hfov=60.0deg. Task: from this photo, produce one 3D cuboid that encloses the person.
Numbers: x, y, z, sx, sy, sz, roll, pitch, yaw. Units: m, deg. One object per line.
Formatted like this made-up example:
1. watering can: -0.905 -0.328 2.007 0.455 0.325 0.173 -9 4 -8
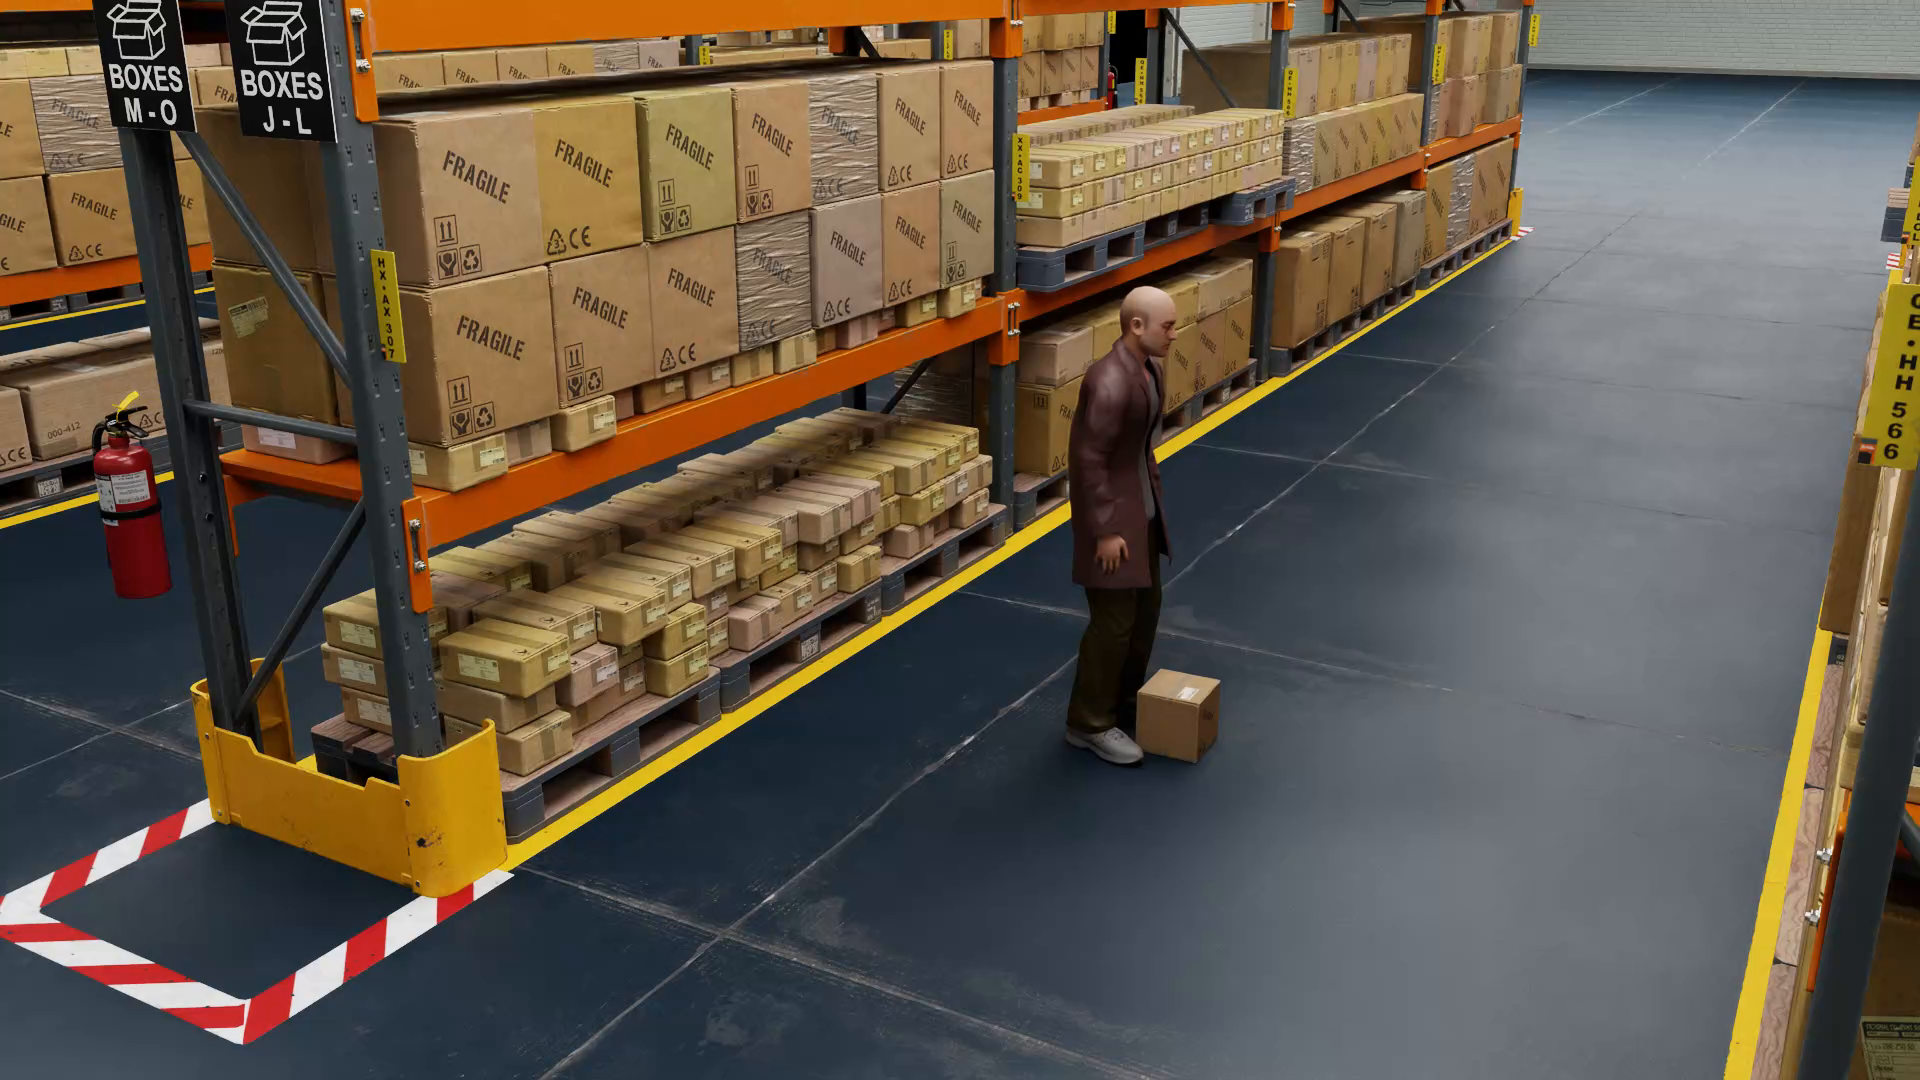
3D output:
1. person: 0.630 -0.082 6.329 0.429 1.772 0.649 9 21 24
